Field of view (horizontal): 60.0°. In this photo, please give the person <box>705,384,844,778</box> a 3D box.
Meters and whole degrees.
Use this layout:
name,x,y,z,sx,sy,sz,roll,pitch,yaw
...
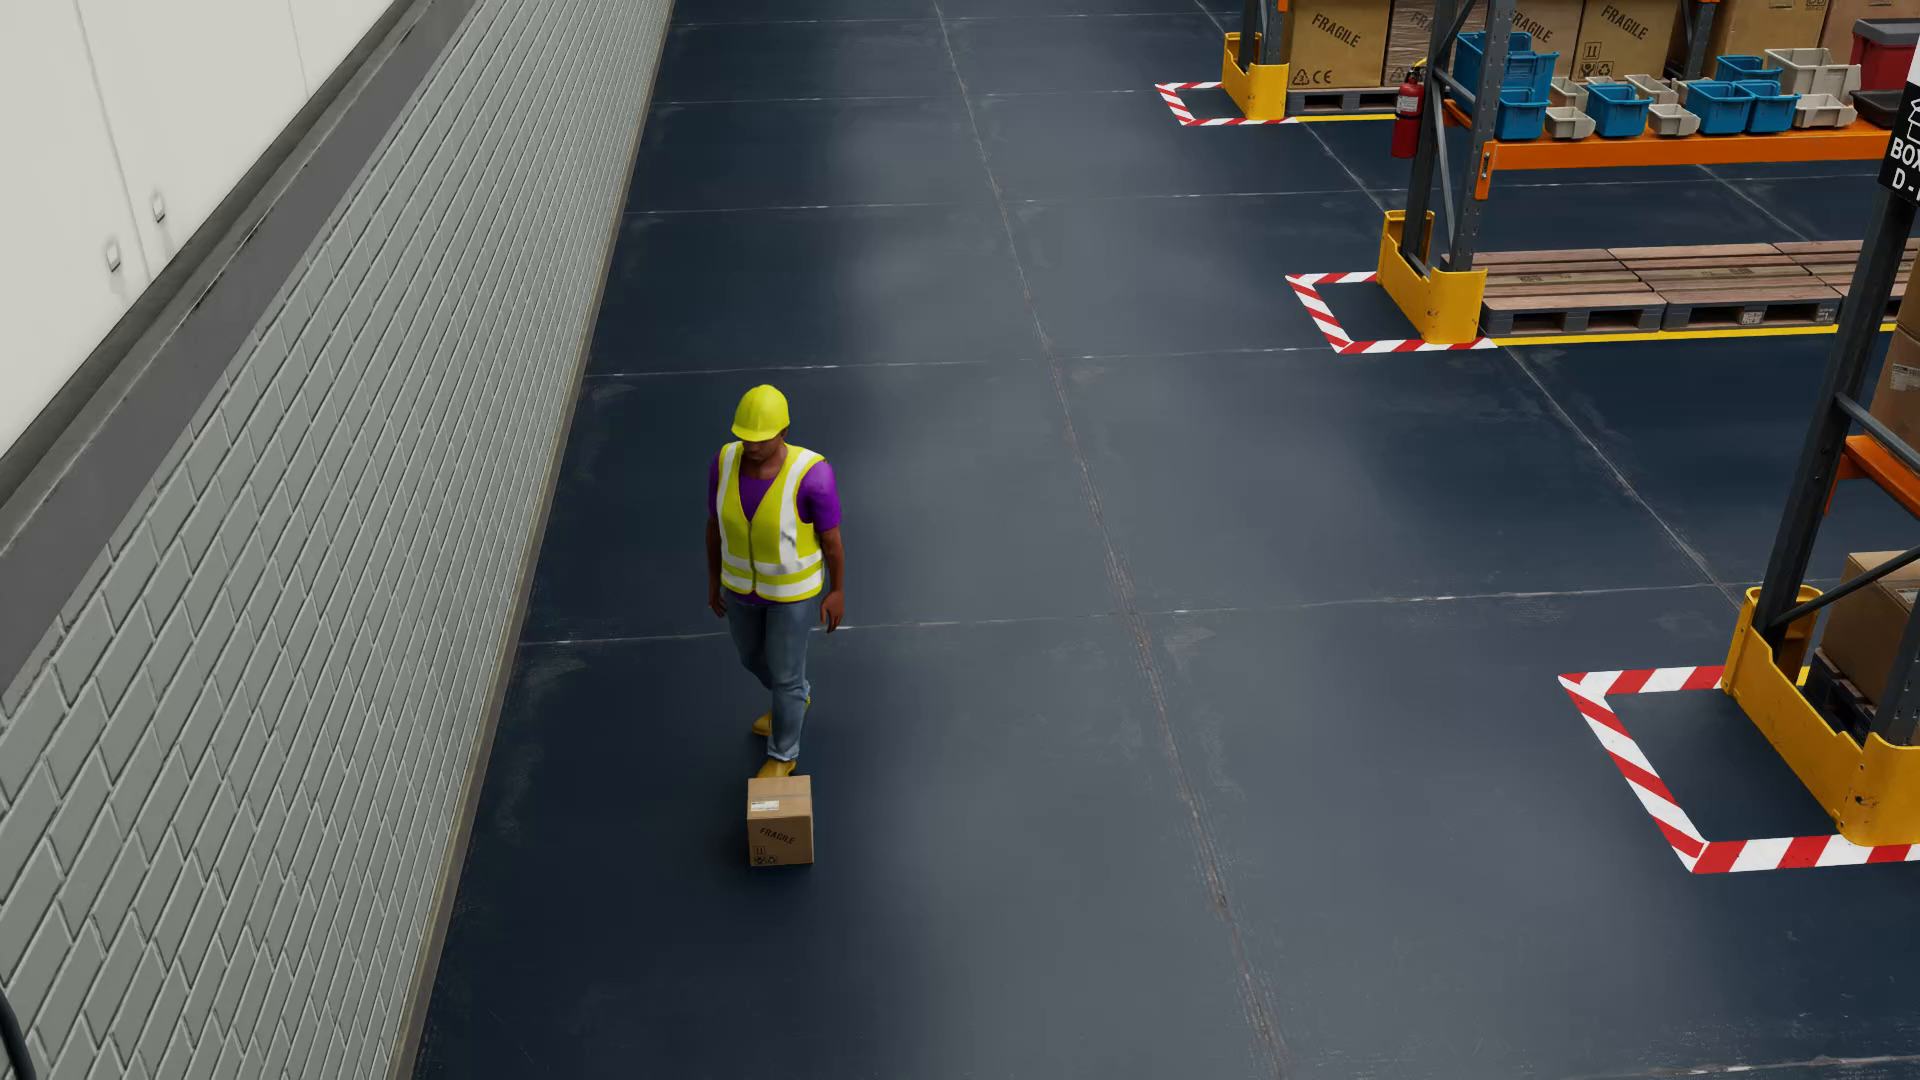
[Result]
name,x,y,z,sx,sy,sz,roll,pitch,yaw
person,-0.758,0.180,6.760,0.588,1.775,0.653,12,33,19
